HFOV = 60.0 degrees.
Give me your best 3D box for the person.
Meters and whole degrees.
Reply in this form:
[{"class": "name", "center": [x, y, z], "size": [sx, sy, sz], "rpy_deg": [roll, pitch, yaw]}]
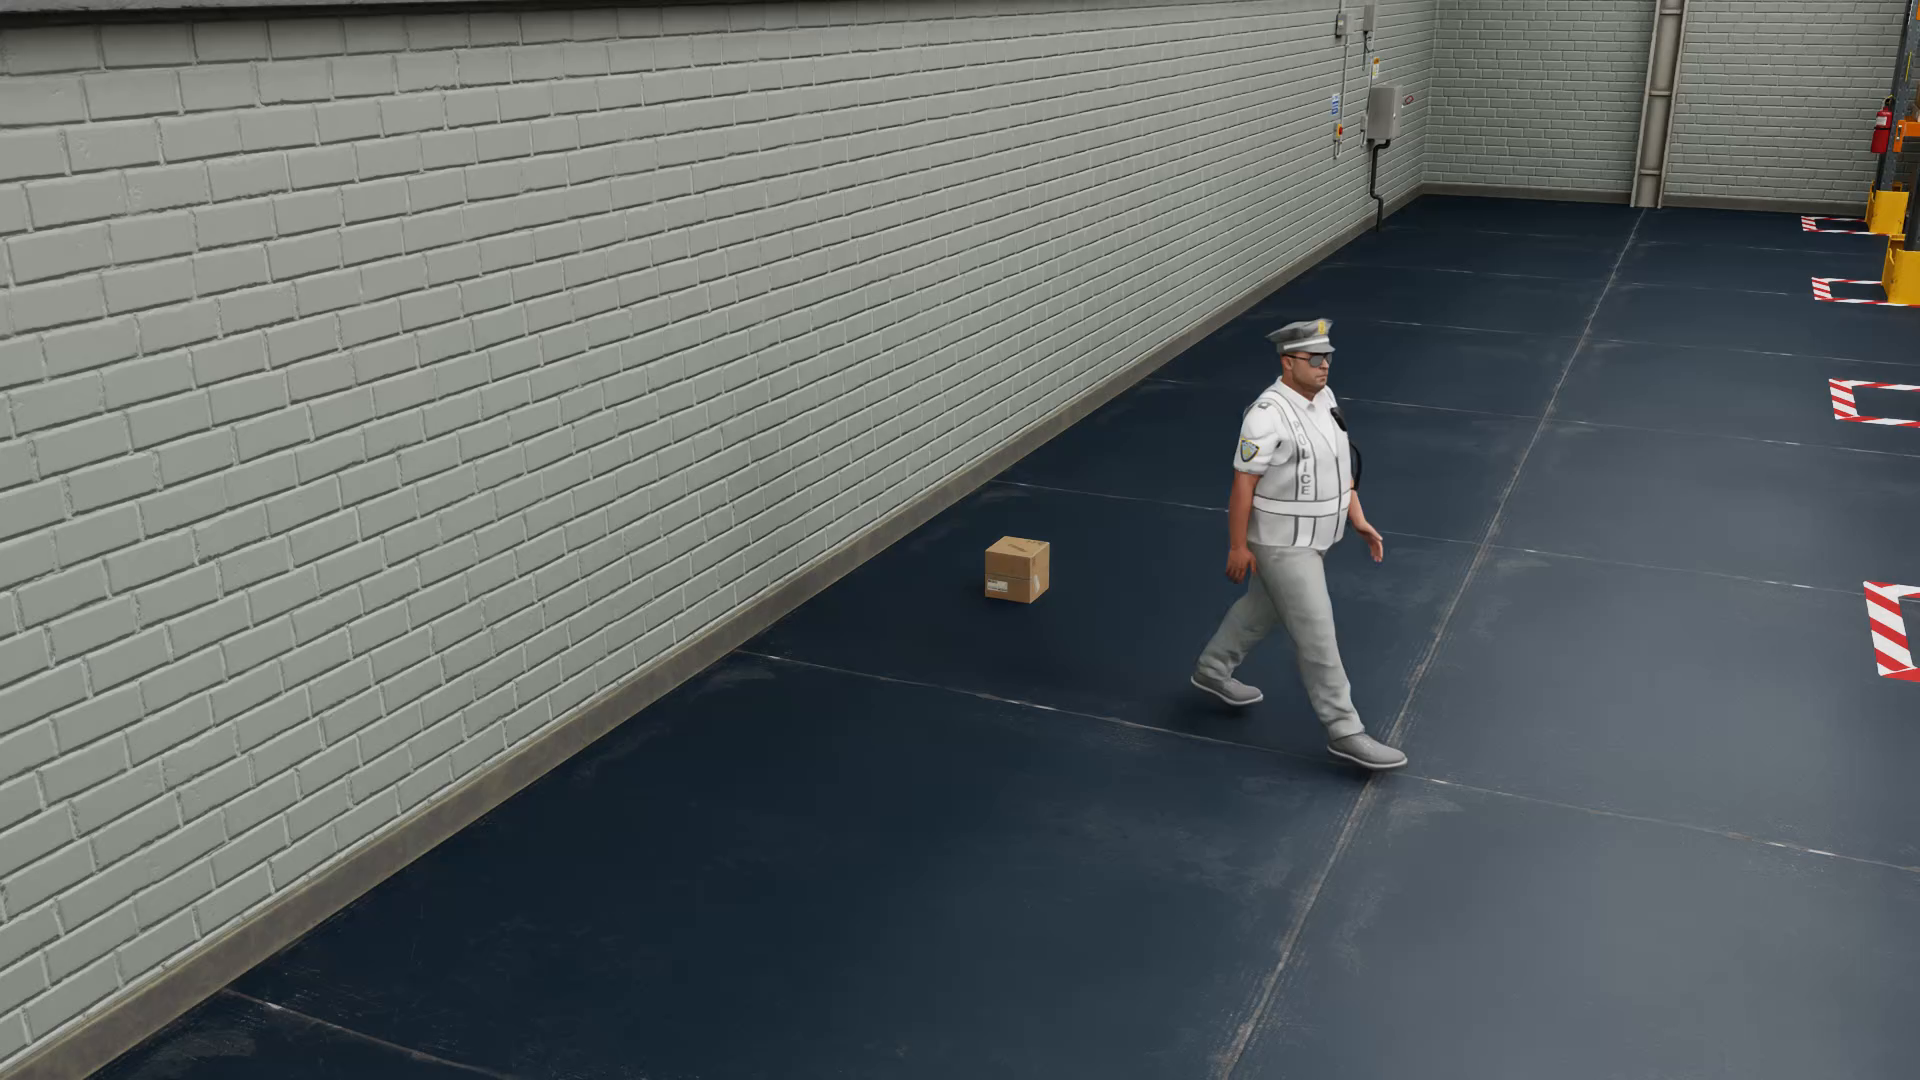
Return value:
[{"class": "person", "center": [1.386, -0.037, 6.583], "size": [1.061, 1.706, 0.547], "rpy_deg": [14, 24, 36]}]
